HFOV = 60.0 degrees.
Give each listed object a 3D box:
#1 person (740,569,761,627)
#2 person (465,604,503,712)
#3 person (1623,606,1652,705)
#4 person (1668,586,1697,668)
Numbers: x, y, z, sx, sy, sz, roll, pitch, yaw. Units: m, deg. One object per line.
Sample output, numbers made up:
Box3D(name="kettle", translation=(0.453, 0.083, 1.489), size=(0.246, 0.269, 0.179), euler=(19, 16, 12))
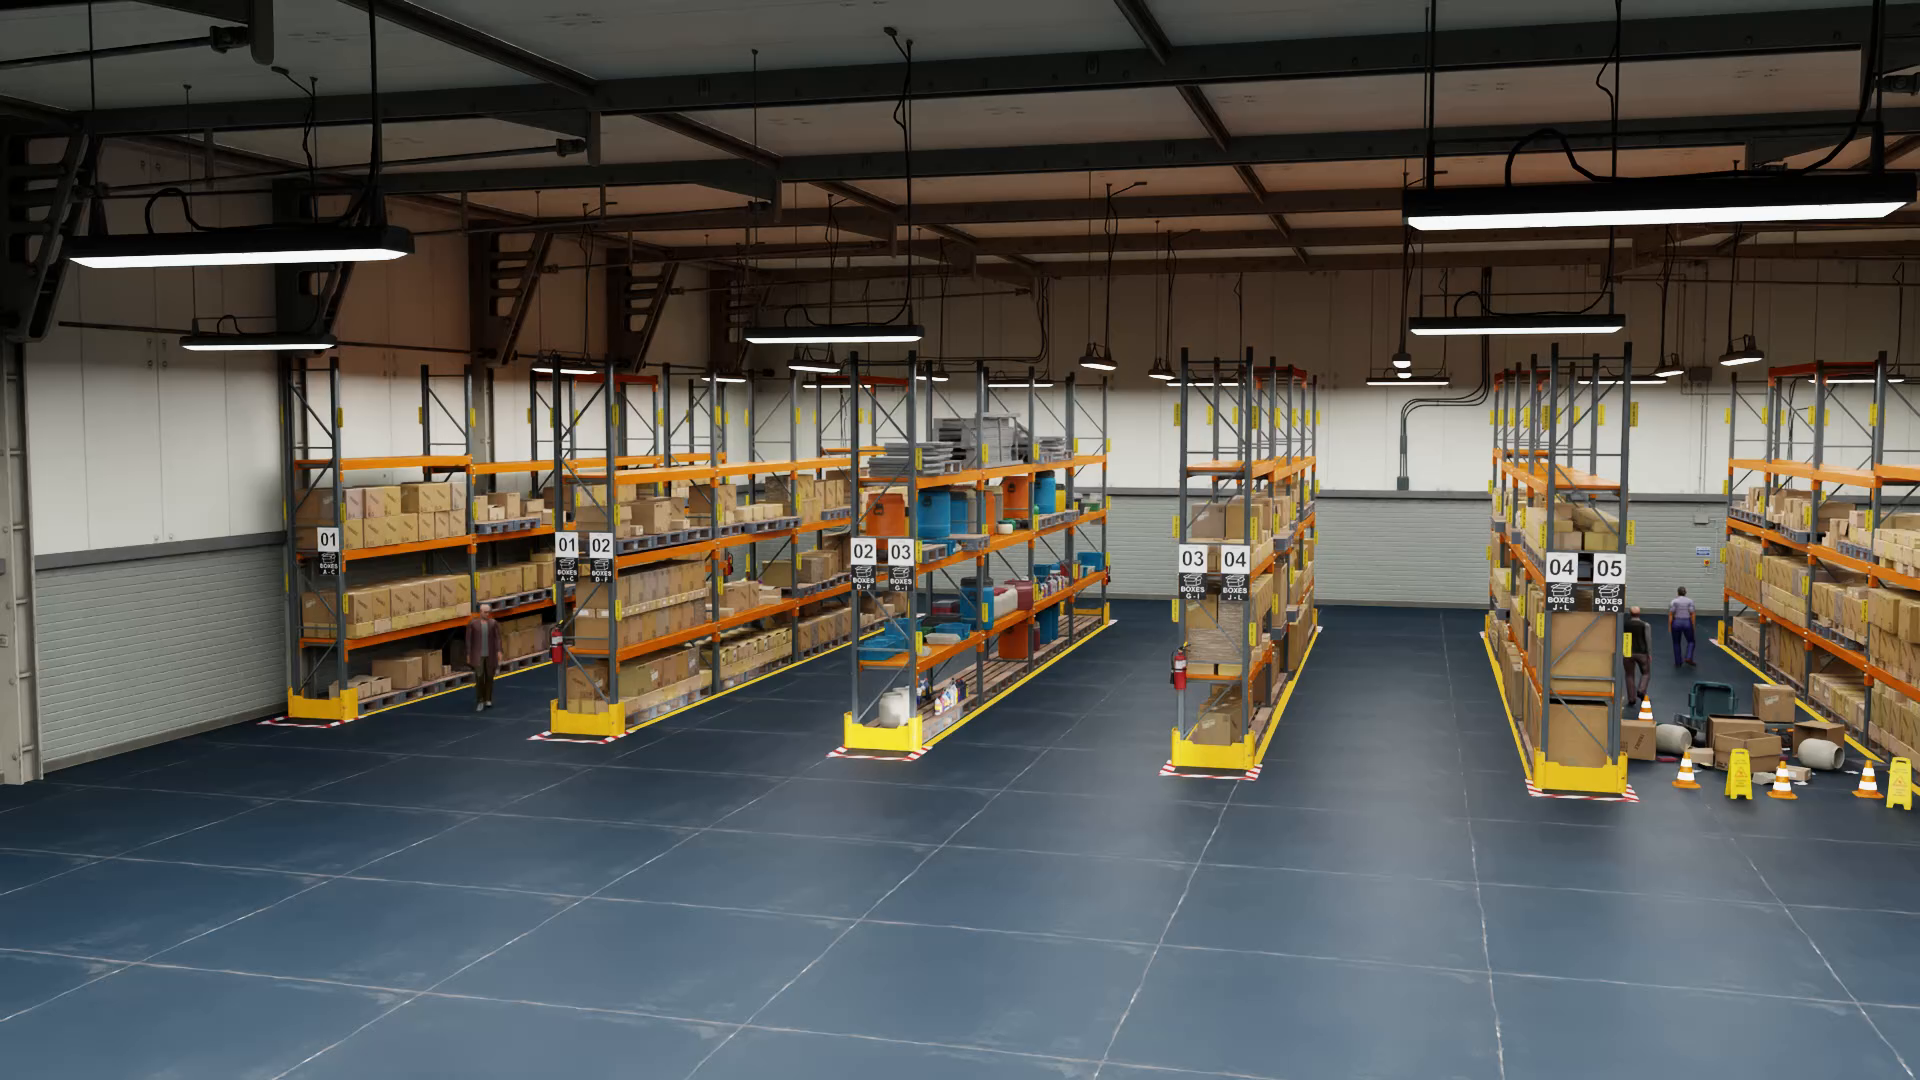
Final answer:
Box3D(name="person", translation=(-4.649, 1.435, 36.768), size=(0.658, 1.711, 1.081), euler=(1, 4, 13))
Box3D(name="person", translation=(-8.192, 2.037, 28.672), size=(0.612, 1.838, 0.647), euler=(-2, 5, -29))
Box3D(name="person", translation=(11.780, 2.017, 29.019), size=(0.571, 1.722, 0.506), euler=(2, 5, 24))
Box3D(name="person", translation=(14.464, 1.746, 33.273), size=(0.538, 1.646, 0.499), euler=(1, 4, 18))
